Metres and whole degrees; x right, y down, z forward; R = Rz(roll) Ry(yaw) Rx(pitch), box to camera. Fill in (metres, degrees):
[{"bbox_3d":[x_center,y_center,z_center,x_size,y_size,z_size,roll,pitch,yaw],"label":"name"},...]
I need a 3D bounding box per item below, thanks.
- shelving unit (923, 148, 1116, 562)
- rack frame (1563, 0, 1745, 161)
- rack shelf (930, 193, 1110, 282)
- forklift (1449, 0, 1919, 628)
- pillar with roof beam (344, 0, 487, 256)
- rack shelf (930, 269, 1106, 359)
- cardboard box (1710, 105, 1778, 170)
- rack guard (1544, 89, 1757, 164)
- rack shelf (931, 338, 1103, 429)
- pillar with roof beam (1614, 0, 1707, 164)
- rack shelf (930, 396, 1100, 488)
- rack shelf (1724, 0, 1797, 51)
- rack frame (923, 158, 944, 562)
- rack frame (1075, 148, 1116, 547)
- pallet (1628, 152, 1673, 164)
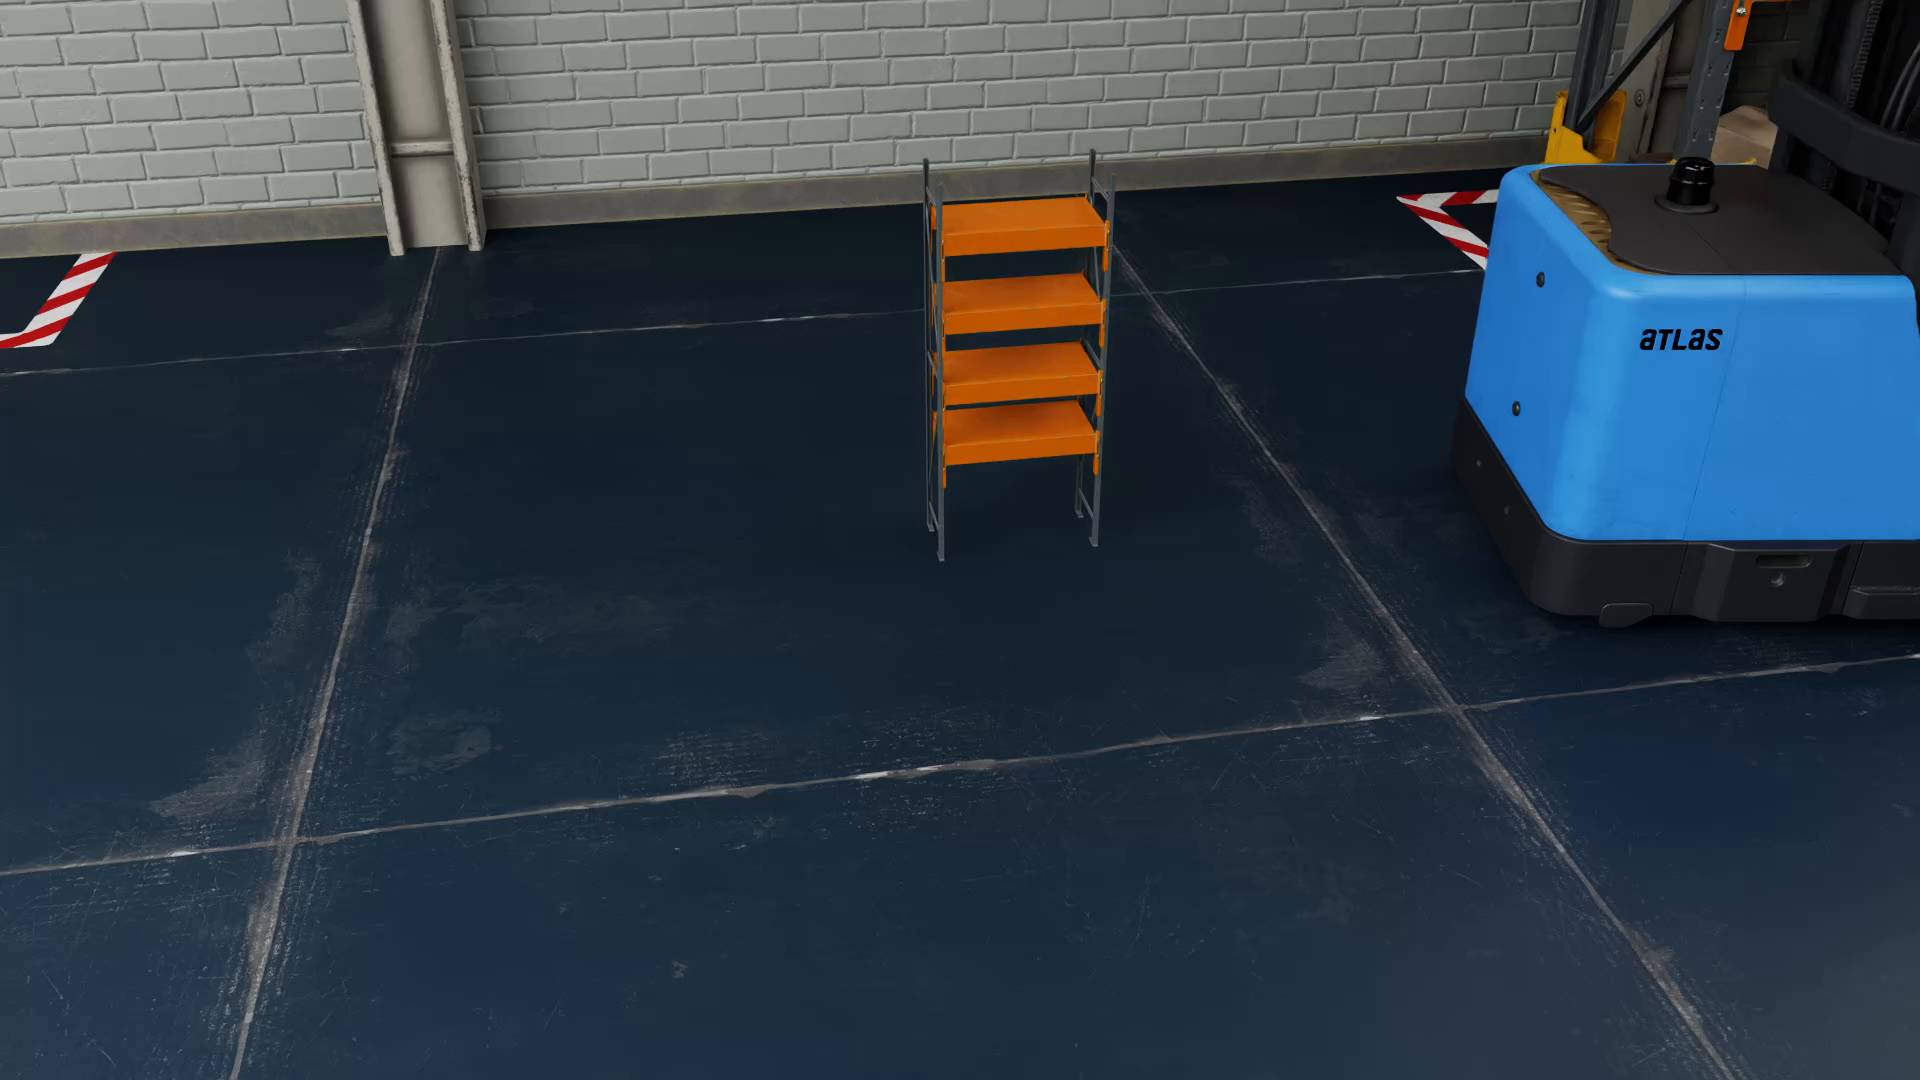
[{"bbox_3d":[0.163,-0.532,4.972,0.503,1.200,0.258,-5,31,-9],"label":"shelving unit"},{"bbox_3d":[3.004,-2.705,6.892,0.127,3.000,1.000,-5,31,-9],"label":"rack frame"},{"bbox_3d":[0.163,-0.871,4.772,0.480,0.148,0.258,-5,31,-9],"label":"rack shelf"},{"bbox_3d":[3.155,-1.257,4.495,3.031,2.935,1.130,0,30,0],"label":"forklift"},{"bbox_3d":[-1.590,-3.092,1.631,0.400,9.000,9.100,-5,31,-9],"label":"pillar with roof beam"},{"bbox_3d":[0.163,-0.667,4.892,0.480,0.148,0.258,-5,31,-9],"label":"rack shelf"},{"bbox_3d":[3.700,-1.754,7.493,0.500,0.311,0.500,-9,32,-15],"label":"cardboard box"},{"bbox_3d":[3.078,-1.635,7.537,0.348,0.500,1.175,-5,31,-9],"label":"rack guard"},{"bbox_3d":[0.163,-0.474,5.006,0.480,0.148,0.258,-5,31,-9],"label":"rack shelf"},{"bbox_3d":[4.312,-3.640,2.563,0.400,9.000,9.100,-5,31,-9],"label":"pillar with roof beam"},{"bbox_3d":[0.163,-0.303,5.106,0.480,0.148,0.258,-5,31,-9],"label":"rack shelf"},{"bbox_3d":[4.971,-2.578,7.384,4.000,0.370,1.077,-5,31,-9],"label":"rack shelf"},{"bbox_3d":[-0.077,-0.510,4.934,0.015,1.200,0.240,-5,31,-9],"label":"rack frame"},{"bbox_3d":[0.403,-0.555,5.009,0.015,1.200,0.240,-5,31,-9],"label":"rack frame"},{"bbox_3d":[3.884,-1.567,7.706,1.213,0.211,1.003,-5,31,-9],"label":"pallet"}]
